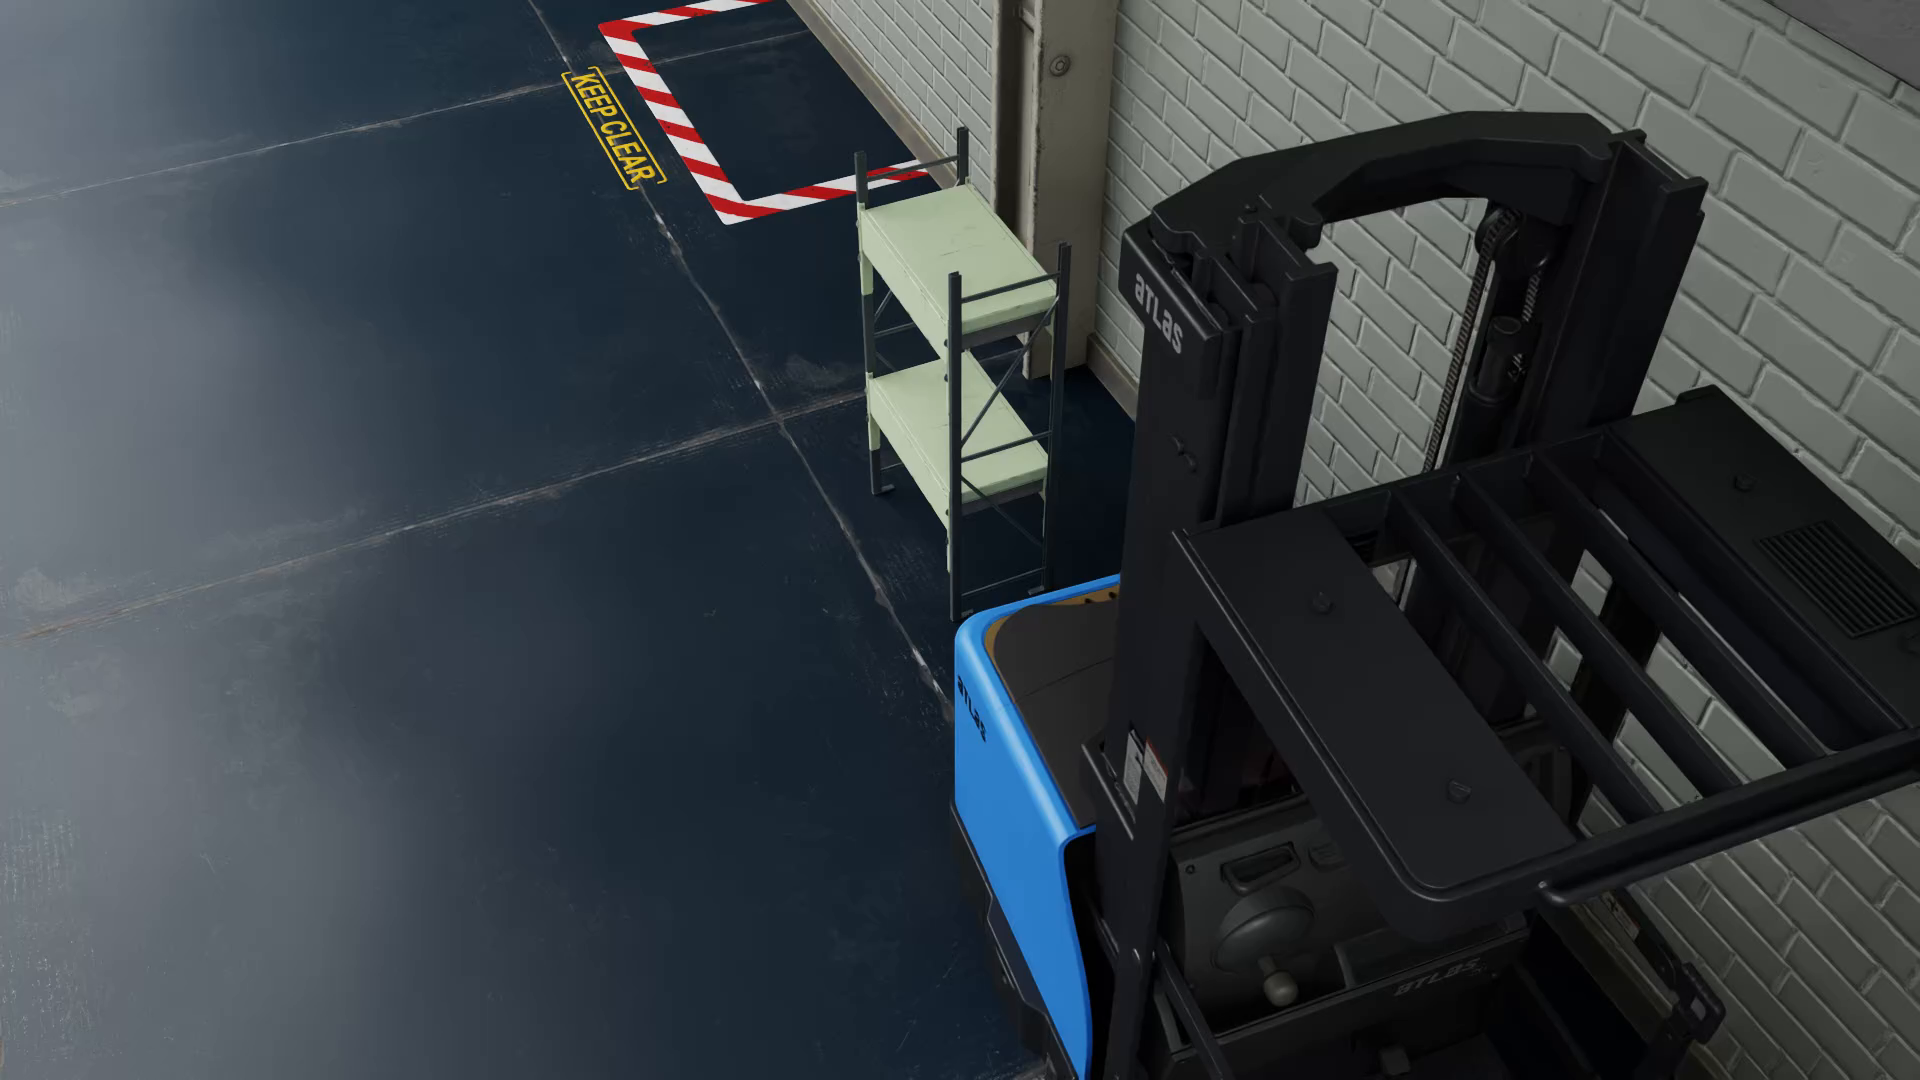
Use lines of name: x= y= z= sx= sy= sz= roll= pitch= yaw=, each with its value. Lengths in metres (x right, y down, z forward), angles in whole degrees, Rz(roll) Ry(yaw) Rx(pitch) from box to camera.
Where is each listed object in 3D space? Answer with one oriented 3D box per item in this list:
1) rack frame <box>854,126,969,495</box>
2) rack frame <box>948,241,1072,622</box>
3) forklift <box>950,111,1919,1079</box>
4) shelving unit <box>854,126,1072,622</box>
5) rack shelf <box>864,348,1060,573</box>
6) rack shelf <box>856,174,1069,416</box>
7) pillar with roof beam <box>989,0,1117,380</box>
rack frame: x=-0.157 y=-0.771 z=5.964 sx=0.400 sy=1.500 sz=0.023 roll=-18 pitch=47 yaw=-17
rack frame: x=0.151 y=-0.305 z=5.491 sx=0.400 sy=1.500 sz=0.023 roll=-18 pitch=47 yaw=-17
forklift: x=0.960 y=0.784 z=3.369 sx=1.130 sy=2.935 sz=3.031 roll=-15 pitch=46 yaw=-14
shelving unit: x=-0.003 y=-0.538 z=5.728 sx=0.431 sy=1.500 sz=0.755 roll=-18 pitch=47 yaw=-17
rack shelf: x=-0.003 y=-0.306 z=5.957 sx=0.431 sy=0.370 sz=0.720 roll=-18 pitch=47 yaw=-17
rack shelf: x=-0.003 y=-0.816 z=5.453 sx=0.431 sy=0.370 sz=0.720 roll=-18 pitch=47 yaw=-17
pillar with roof beam: x=-3.567 y=-2.769 z=2.649 sx=9.100 sy=9.000 sz=0.400 roll=-18 pitch=47 yaw=-17
